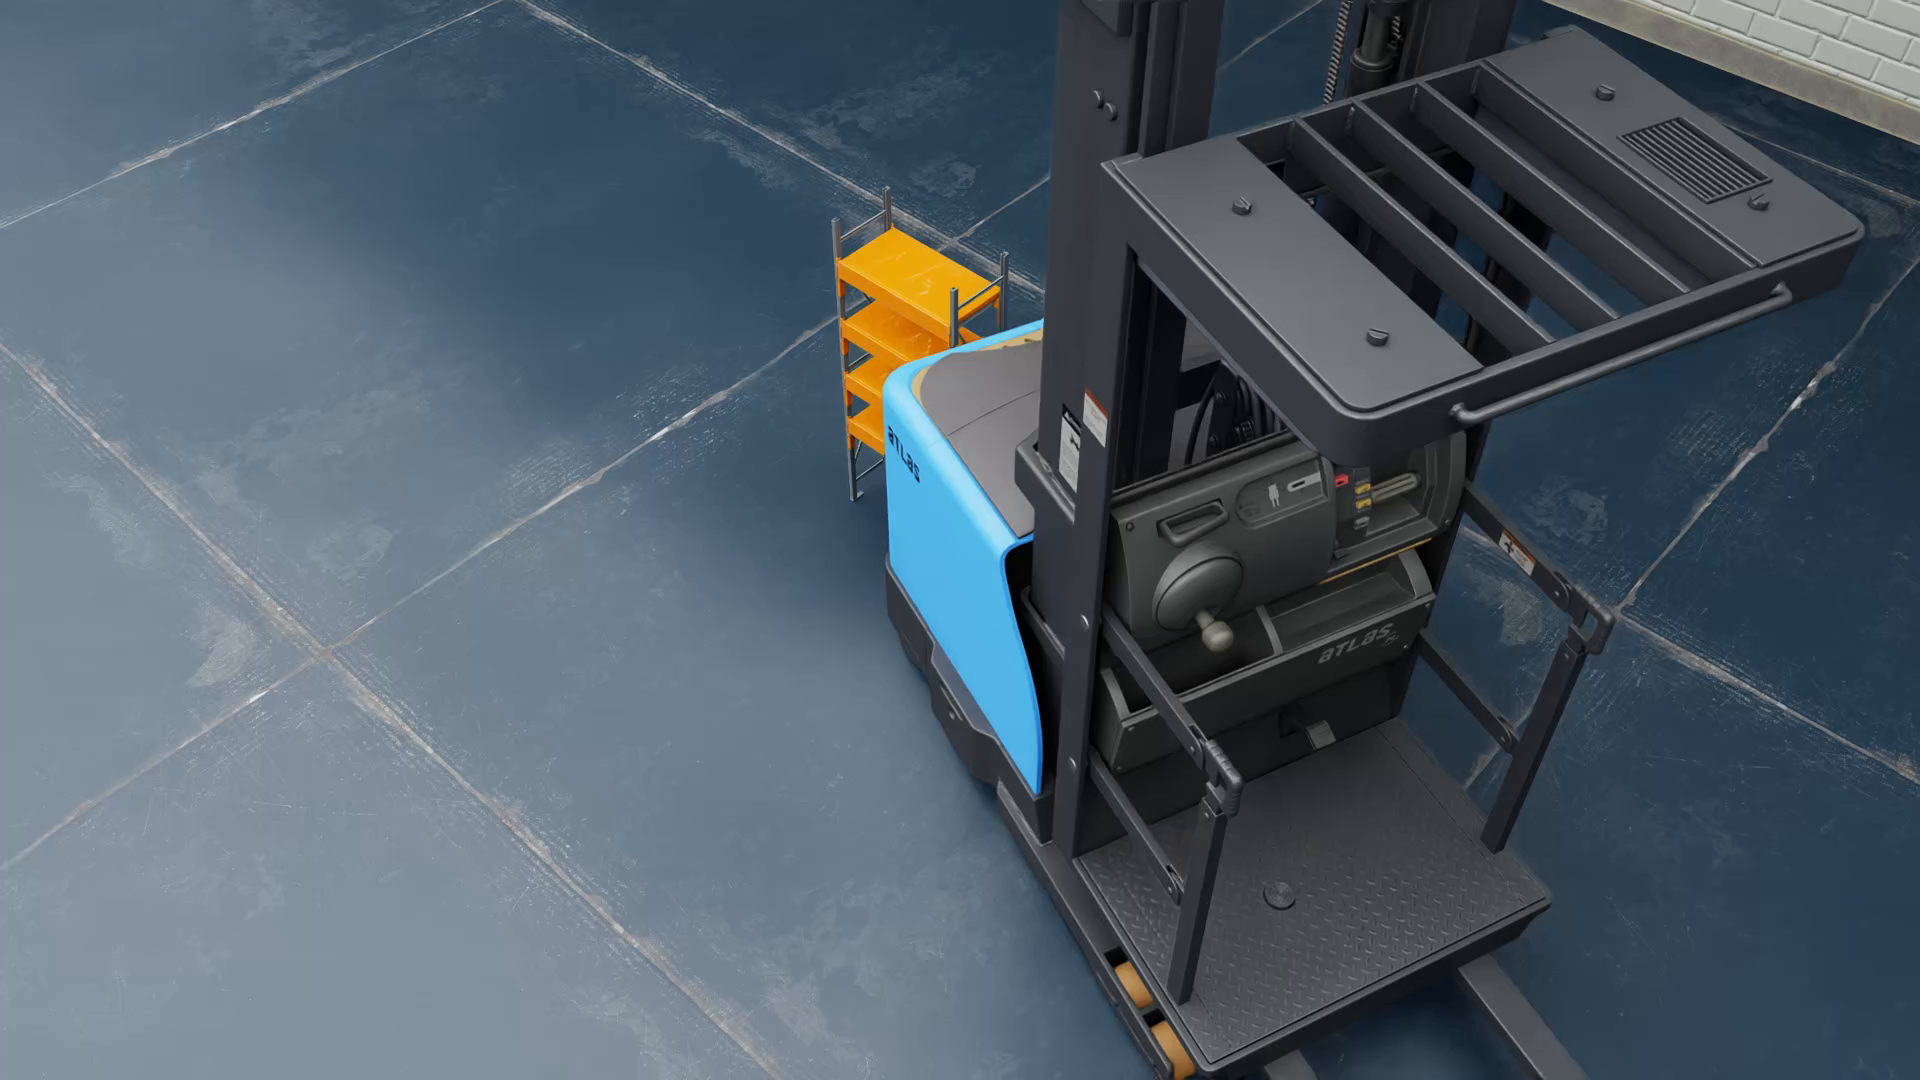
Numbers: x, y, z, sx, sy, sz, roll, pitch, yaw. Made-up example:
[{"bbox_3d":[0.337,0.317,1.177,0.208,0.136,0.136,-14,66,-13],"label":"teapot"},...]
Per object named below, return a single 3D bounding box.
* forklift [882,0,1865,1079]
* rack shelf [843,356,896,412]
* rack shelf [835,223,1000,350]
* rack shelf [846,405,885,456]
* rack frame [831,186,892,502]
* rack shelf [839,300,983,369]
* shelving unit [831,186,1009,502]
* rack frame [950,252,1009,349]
[{"bbox_3d":[0.872,0.053,3.690,1.130,2.935,3.031,-20,50,-18],"label":"forklift"},{"bbox_3d":[-0.122,-0.446,5.438,0.480,0.148,0.258,34,55,28],"label":"rack shelf"},{"bbox_3d":[-0.122,-0.762,5.103,0.480,0.148,0.258,34,55,28],"label":"rack shelf"},{"bbox_3d":[-0.122,-0.311,5.583,0.480,0.148,0.258,34,55,28],"label":"rack shelf"},{"bbox_3d":[-0.301,-0.613,5.503,0.015,1.200,0.240,34,55,28],"label":"rack frame"},{"bbox_3d":[-0.122,-0.600,5.275,0.480,0.148,0.258,34,55,28],"label":"rack shelf"},{"bbox_3d":[-0.122,-0.493,5.389,0.503,1.200,0.258,34,55,28],"label":"shelving unit"},{"bbox_3d":[0.058,-0.372,5.276,0.015,1.200,0.240,34,55,28],"label":"rack frame"}]
